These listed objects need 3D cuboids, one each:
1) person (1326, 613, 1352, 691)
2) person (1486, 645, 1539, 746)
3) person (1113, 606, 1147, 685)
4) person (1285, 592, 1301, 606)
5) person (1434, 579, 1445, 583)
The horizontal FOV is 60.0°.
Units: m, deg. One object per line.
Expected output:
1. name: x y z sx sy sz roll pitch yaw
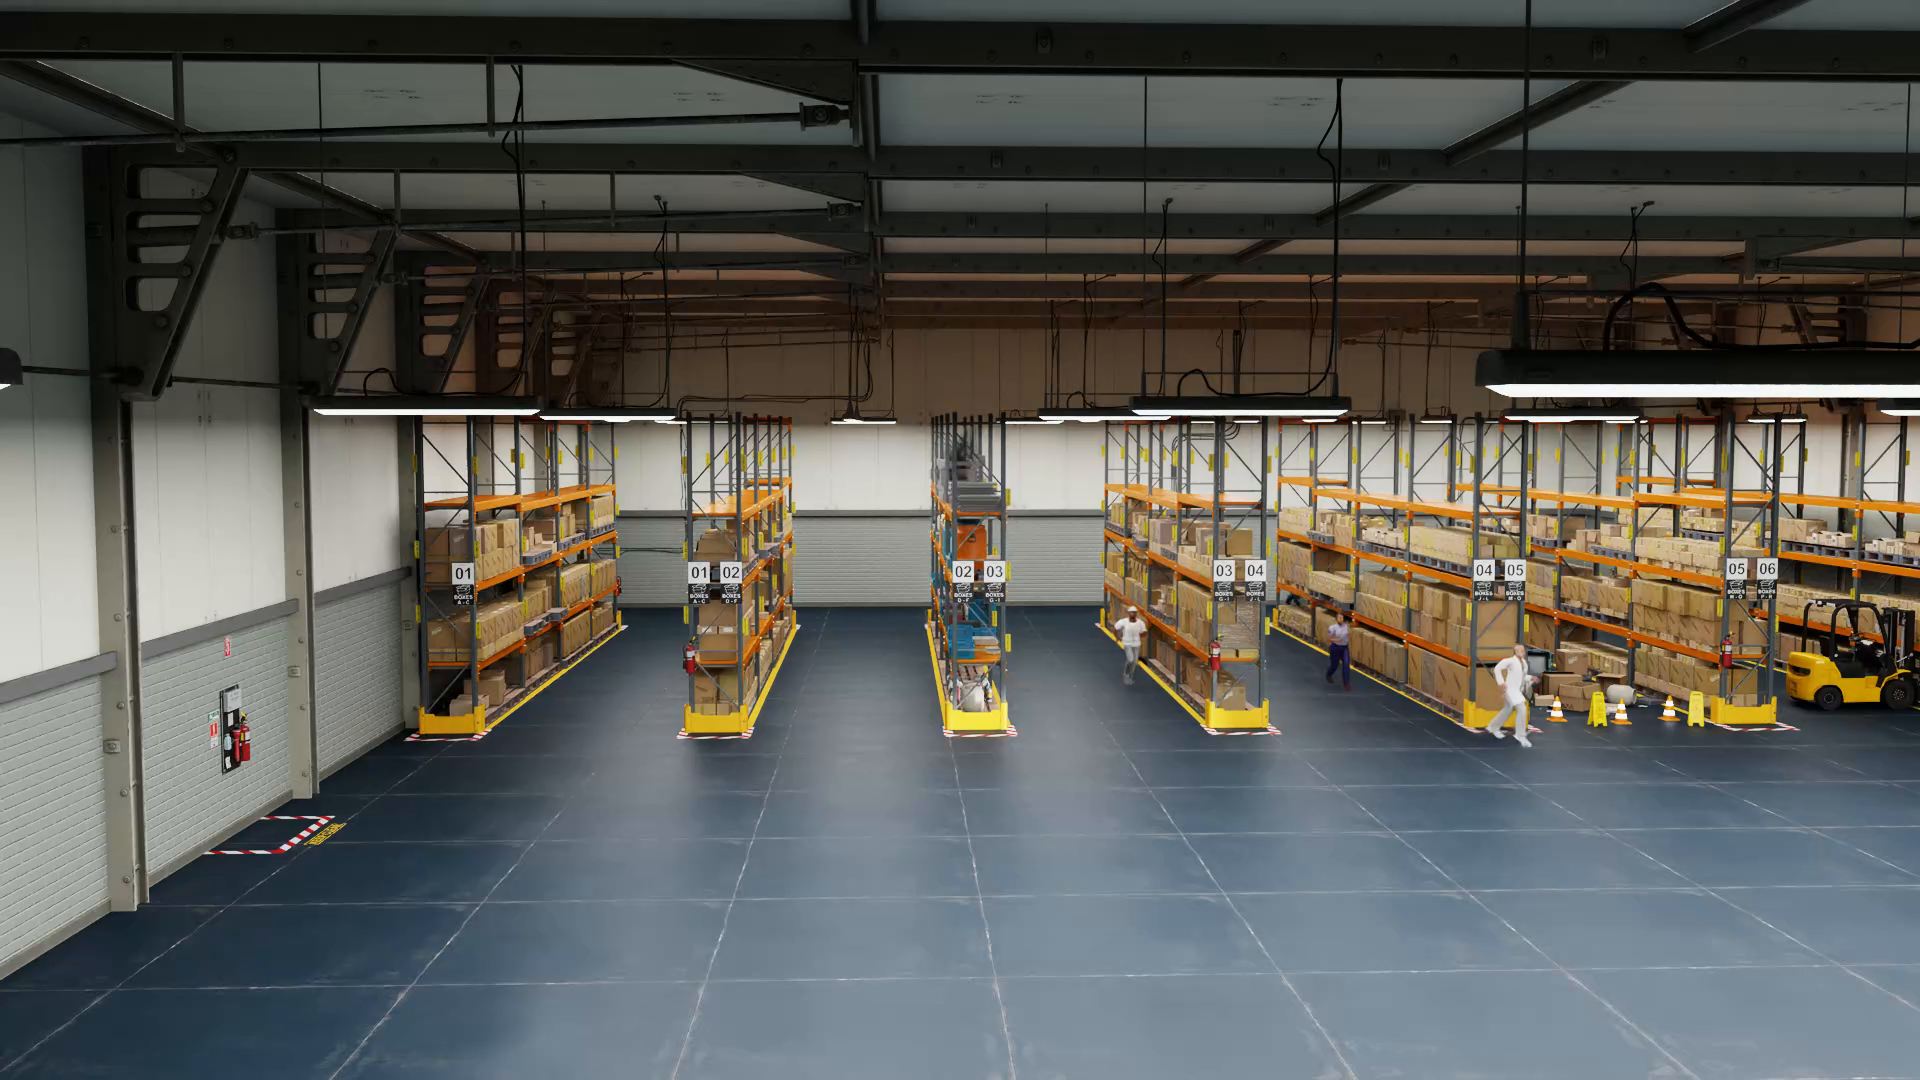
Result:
1. person: 8.280 2.418 36.309 0.606 1.648 0.924 -1 4 -13
2. person: 10.012 2.794 30.158 0.988 1.826 0.623 3 5 41
3. person: 3.788 2.327 36.632 0.692 1.740 0.662 -1 4 -14
4. person: 9.918 1.614 48.994 0.774 1.625 0.553 -1 4 -13
5. person: 14.323 1.505 49.380 1.005 1.701 0.753 1 4 9
